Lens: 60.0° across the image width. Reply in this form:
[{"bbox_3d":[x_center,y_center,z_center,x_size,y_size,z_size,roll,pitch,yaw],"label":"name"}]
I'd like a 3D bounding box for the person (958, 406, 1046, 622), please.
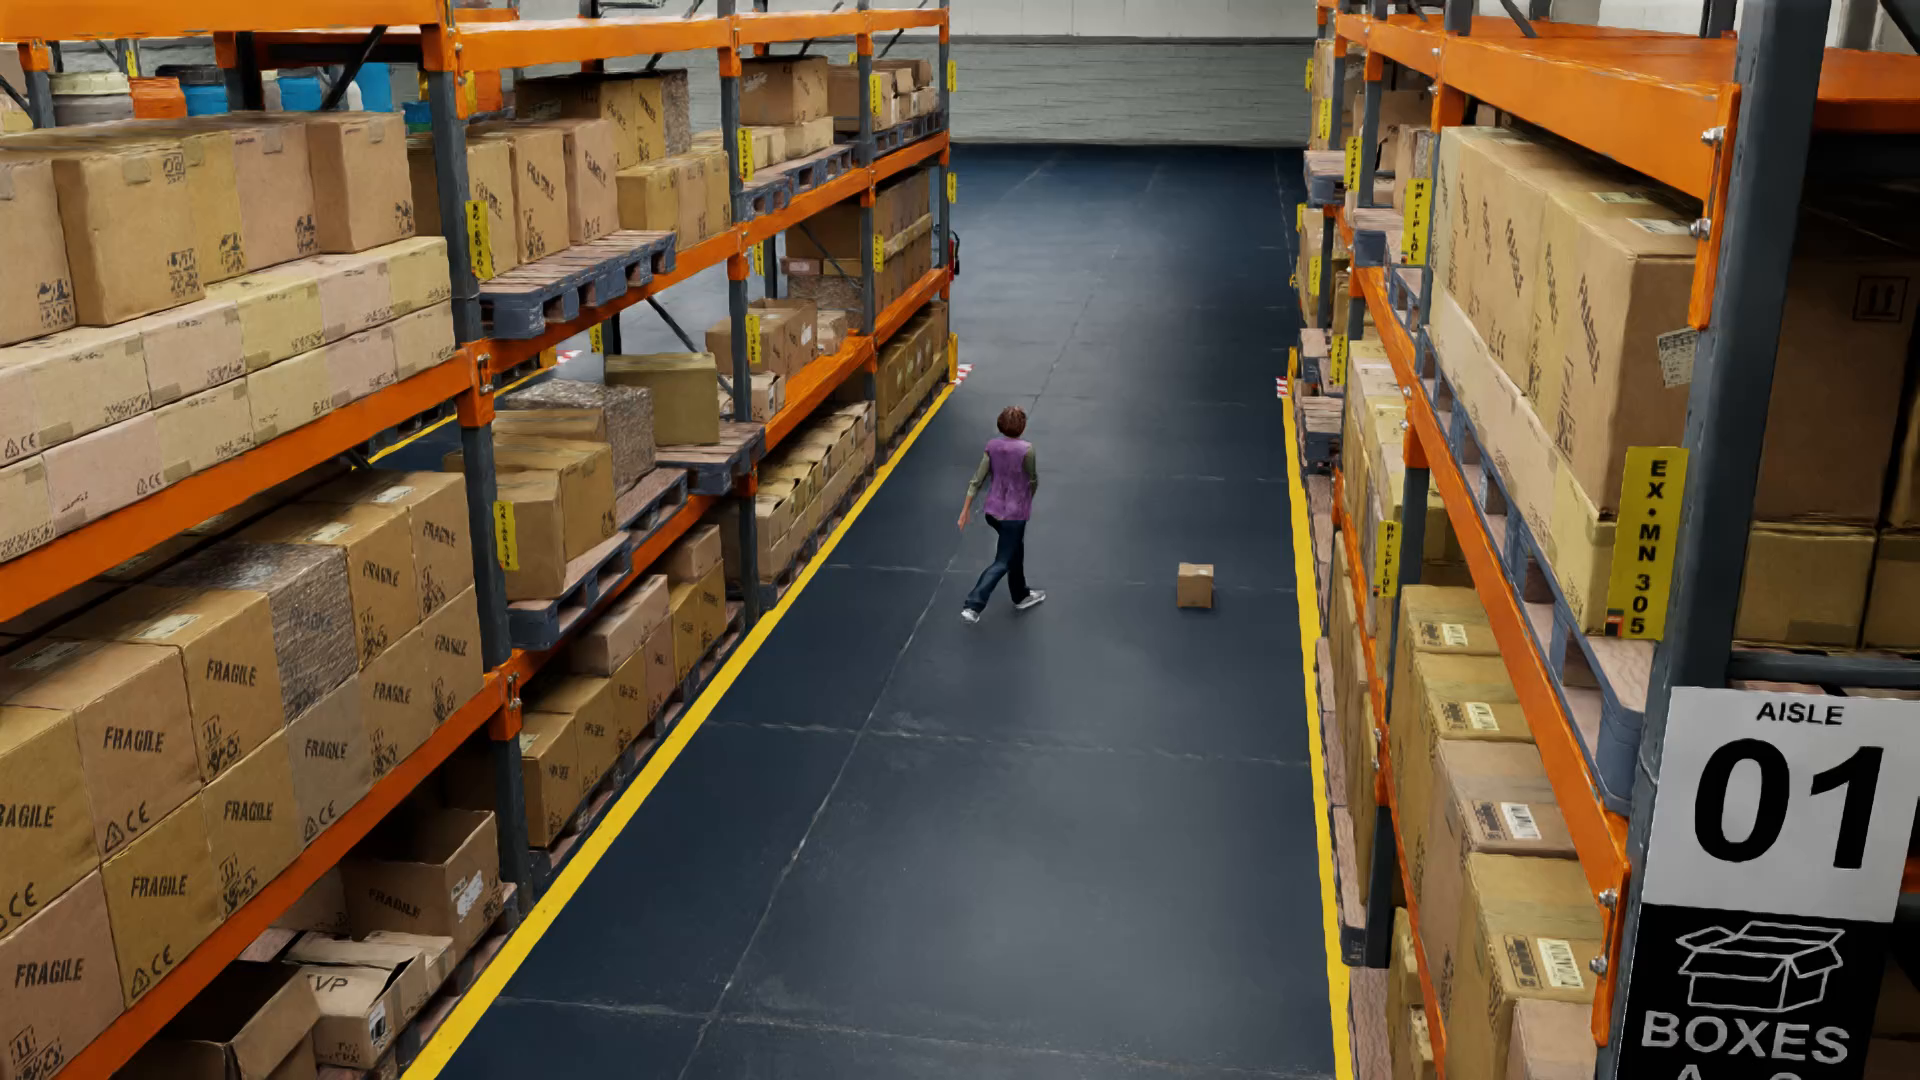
[{"bbox_3d":[0.301,-0.188,11.665,0.432,1.545,0.921,15,24,39],"label":"person"}]
